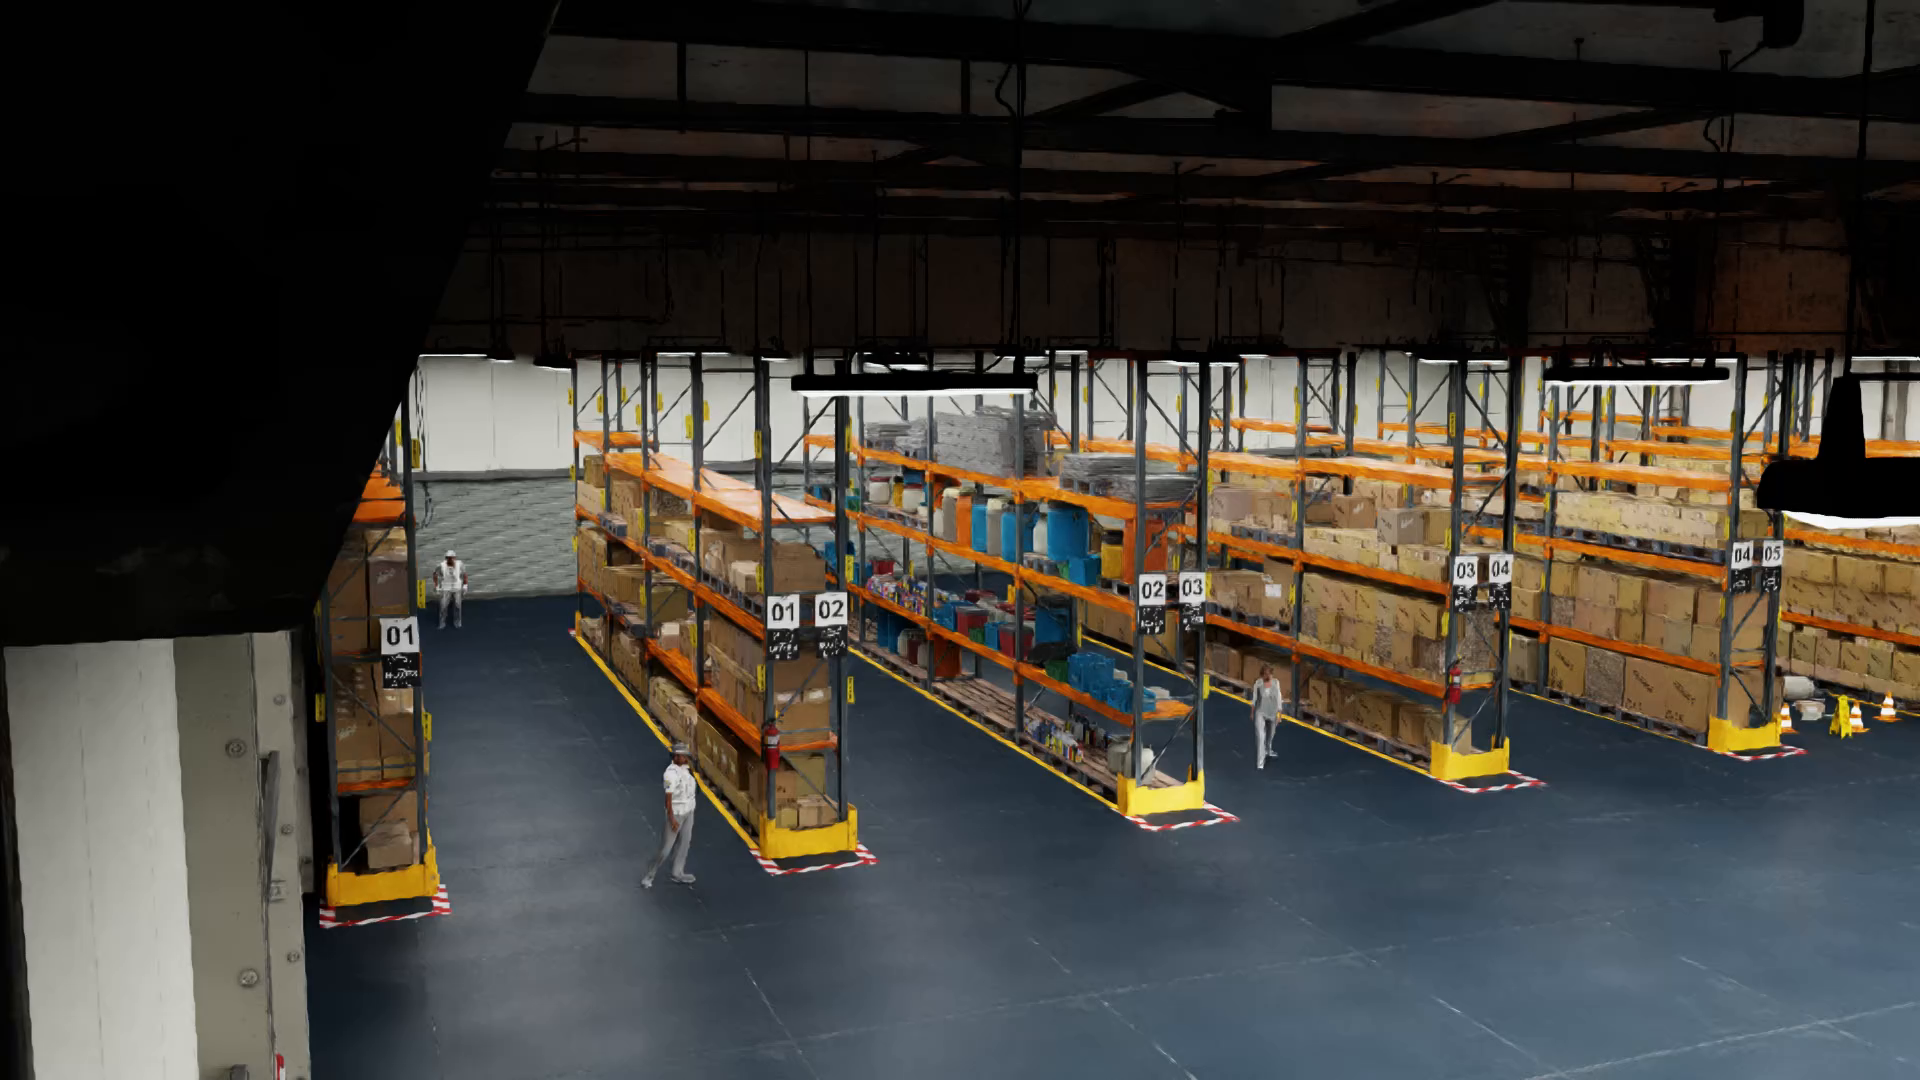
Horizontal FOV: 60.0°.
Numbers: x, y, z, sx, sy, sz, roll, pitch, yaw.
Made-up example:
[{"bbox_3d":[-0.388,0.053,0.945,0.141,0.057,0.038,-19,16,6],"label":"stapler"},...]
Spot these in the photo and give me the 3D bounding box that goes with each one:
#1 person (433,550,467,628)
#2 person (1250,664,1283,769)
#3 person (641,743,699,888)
[{"bbox_3d":[-10.914,1.051,35.643,0.702,1.735,0.549,-3,8,-23],"label":"person"},{"bbox_3d":[4.494,2.537,24.393,0.462,1.531,0.866,0,7,1],"label":"person"},{"bbox_3d":[-3.337,3.153,19.059,0.505,1.663,0.673,3,8,24],"label":"person"}]
